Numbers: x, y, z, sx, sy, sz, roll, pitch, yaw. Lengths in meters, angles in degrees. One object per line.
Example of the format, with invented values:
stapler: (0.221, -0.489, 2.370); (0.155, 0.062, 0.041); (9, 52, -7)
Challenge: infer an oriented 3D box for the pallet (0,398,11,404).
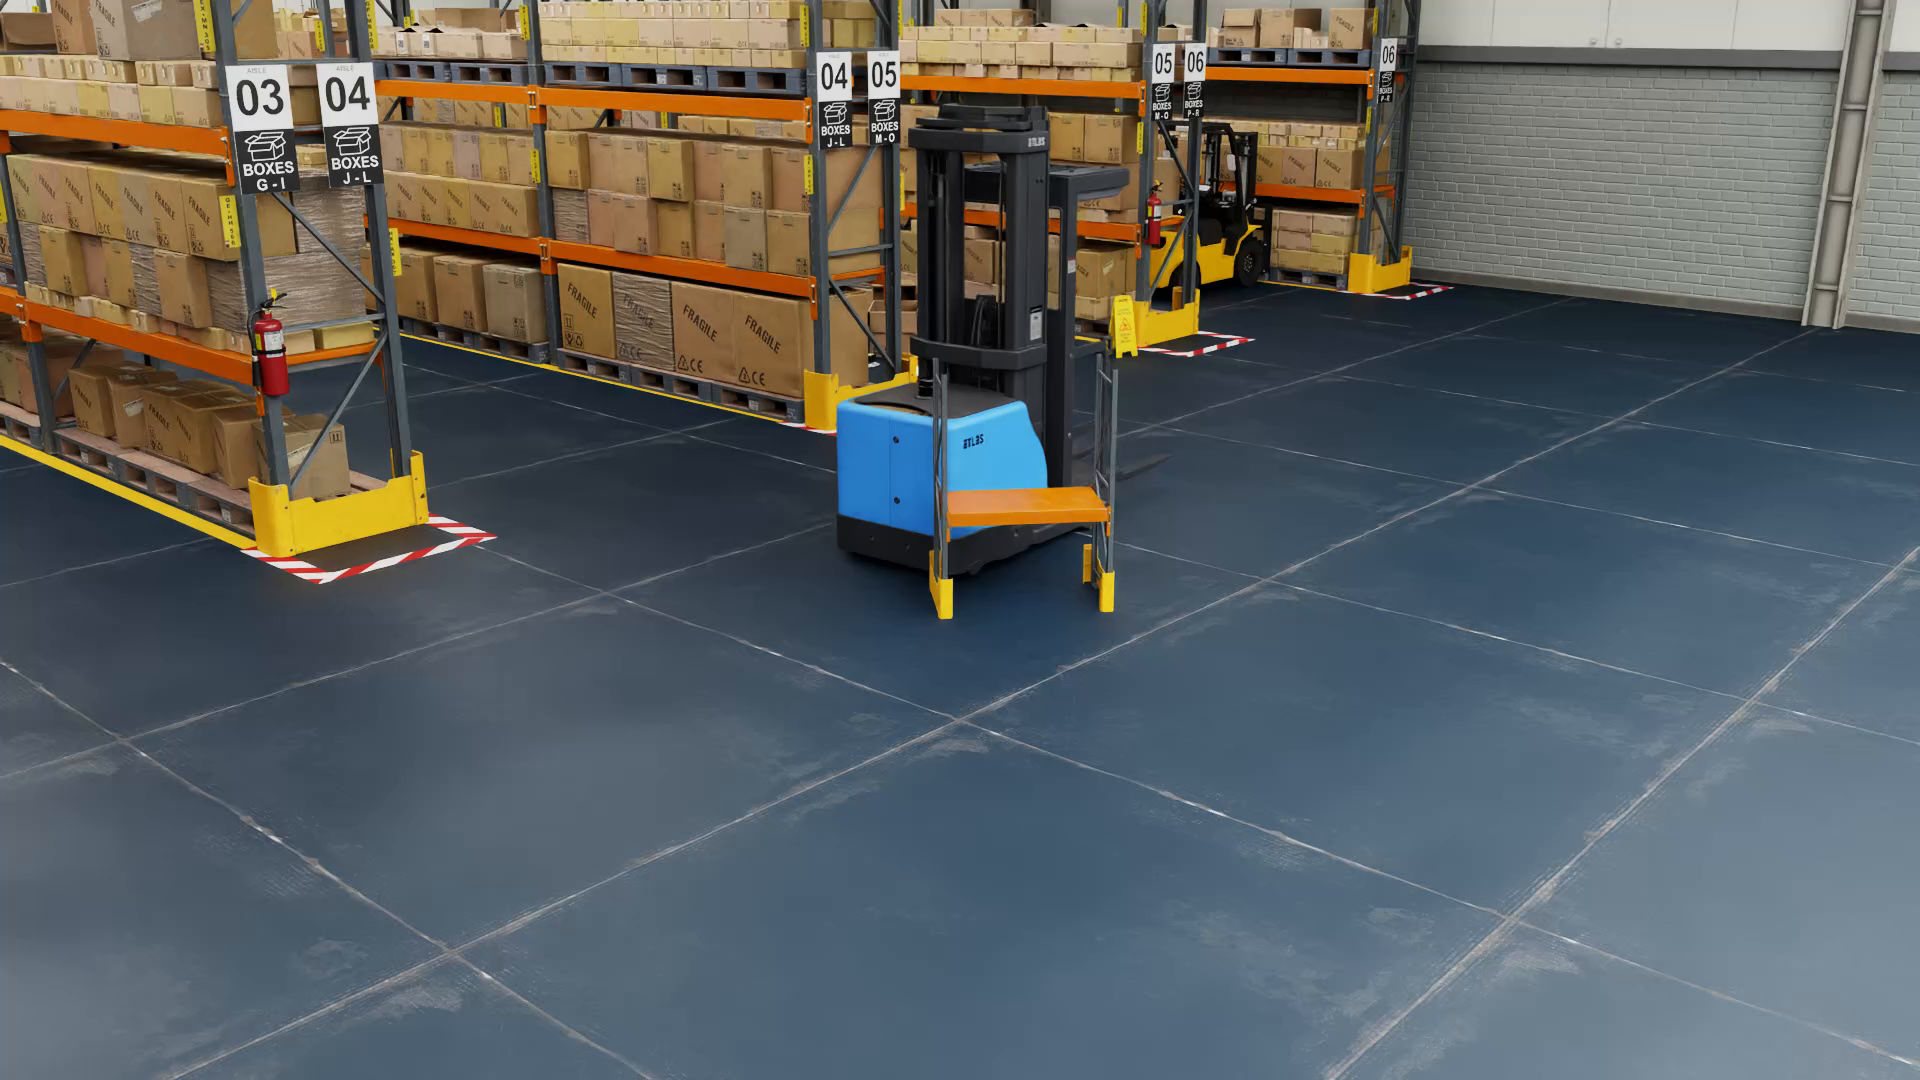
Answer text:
pallet: (-8.770, -1.328, 15.446); (1.213, 0.211, 1.003); (15, 23, 39)

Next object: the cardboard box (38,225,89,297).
cardboard box: (-6.624, -2.233, 13.030); (0.500, 0.500, 0.875); (15, 23, 39)

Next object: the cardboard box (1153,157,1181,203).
cardboard box: (2.129, -4.042, 18.732); (0.500, 0.500, 0.500); (15, 23, 38)

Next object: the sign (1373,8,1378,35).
sign: (5.221, -6.513, 20.882); (0.005, 0.325, 0.100); (15, 23, 39)

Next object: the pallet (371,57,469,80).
pallet: (-6.377, -5.383, 18.969); (1.003, 0.211, 1.213); (16, 24, 42)

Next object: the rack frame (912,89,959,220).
rack frame: (-0.392, -6.425, 26.897); (0.127, 3.000, 1.000); (15, 23, 39)

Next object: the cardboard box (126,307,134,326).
cardboard box: (-5.961, -1.687, 12.383); (0.250, 0.149, 0.380); (15, 23, 39)

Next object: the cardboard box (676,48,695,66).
cardboard box: (-2.334, -4.358, 14.981); (0.250, 0.149, 0.380); (15, 23, 40)

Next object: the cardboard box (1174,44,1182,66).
cardboard box: (2.100, -5.356, 18.327); (0.500, 0.250, 0.500); (15, 23, 38)

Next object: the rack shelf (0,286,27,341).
rack shelf: (-8.766, -2.314, 15.135); (4.000, 0.370, 1.077); (15, 23, 39)

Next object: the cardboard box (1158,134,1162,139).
cardboard box: (2.858, -5.803, 23.701); (0.250, 0.149, 0.380); (16, 23, 41)

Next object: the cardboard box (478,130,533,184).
cardboard box: (-4.664, -4.083, 17.700); (0.500, 0.500, 0.700); (15, 23, 38)

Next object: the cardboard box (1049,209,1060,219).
cardboard box: (1.225, -3.729, 18.817); (0.250, 0.149, 0.380); (16, 23, 40)

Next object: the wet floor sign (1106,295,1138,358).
wet floor sign: (1.731, -2.292, 17.768); (0.267, 0.644, 0.232); (-9, 20, -27)

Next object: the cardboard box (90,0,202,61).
cardboard box: (-5.606, -3.564, 11.441); (0.500, 0.500, 0.500); (15, 23, 39)

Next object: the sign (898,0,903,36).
sign: (-0.538, -4.563, 14.496); (0.005, 0.325, 0.100); (15, 23, 39)

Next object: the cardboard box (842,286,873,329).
cardboard box: (-1.400, -2.535, 18.544); (0.503, 0.637, 0.797); (15, 23, 39)

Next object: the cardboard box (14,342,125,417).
cardboard box: (-7.715, -1.402, 14.476); (0.500, 0.500, 0.700); (13, 22, 35)

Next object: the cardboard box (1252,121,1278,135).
cardboard box: (4.163, -5.575, 22.490); (0.250, 0.149, 0.380); (16, 23, 40)

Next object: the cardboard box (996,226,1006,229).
cardboard box: (1.063, -5.100, 25.955); (0.625, 0.625, 0.875); (14, 22, 37)

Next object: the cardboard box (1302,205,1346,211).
cardboard box: (4.982, -4.424, 22.790); (0.500, 0.250, 0.500); (15, 23, 39)

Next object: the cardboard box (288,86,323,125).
cardboard box: (-4.467, -2.966, 11.288); (0.500, 0.250, 0.500); (16, 24, 41)

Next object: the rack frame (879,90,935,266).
rack frame: (-0.692, -4.498, 20.826); (0.127, 3.000, 1.000); (15, 23, 39)

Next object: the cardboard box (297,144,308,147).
cardboard box: (-8.095, -4.925, 20.909); (0.250, 0.149, 0.380); (16, 24, 41)

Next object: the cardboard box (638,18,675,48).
cardboard box: (-2.587, -4.640, 15.212); (0.500, 0.250, 0.500); (15, 23, 40)

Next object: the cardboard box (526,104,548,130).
cardboard box: (-6.139, -6.379, 24.935); (0.500, 0.500, 0.500); (15, 23, 39)

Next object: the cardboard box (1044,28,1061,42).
cardboard box: (1.146, -5.607, 18.458); (0.250, 0.149, 0.380); (15, 23, 39)

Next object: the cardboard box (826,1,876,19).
cardboard box: (-0.949, -4.631, 14.525); (0.250, 0.149, 0.380); (15, 23, 40)

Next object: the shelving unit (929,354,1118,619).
shelving unit: (0.375, -0.342, 10.210); (1.083, 1.500, 0.587); (-2, 18, -7)

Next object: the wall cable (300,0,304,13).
wall cable: (-13.608, -11.015, 31.443); (0.029, 3.000, 2.355); (15, 23, 39)

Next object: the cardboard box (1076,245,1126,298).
cardboard box: (1.527, -3.044, 18.855); (0.500, 0.500, 0.500); (15, 23, 40)

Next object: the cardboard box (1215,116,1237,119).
cardboard box: (3.816, -5.922, 23.584); (0.250, 0.149, 0.380); (15, 23, 38)

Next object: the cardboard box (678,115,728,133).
cardboard box: (-3.501, -5.548, 22.783); (0.500, 0.500, 0.500); (14, 22, 38)

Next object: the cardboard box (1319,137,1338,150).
cardboard box: (4.935, -5.226, 21.883); (0.250, 0.149, 0.380); (16, 23, 40)

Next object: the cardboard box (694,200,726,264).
cardboard box: (-1.979, -2.937, 15.658); (0.550, 0.550, 0.875); (15, 23, 39)

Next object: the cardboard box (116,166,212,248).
cardboard box: (-5.604, -2.373, 11.821); (0.500, 0.500, 0.500); (15, 23, 39)

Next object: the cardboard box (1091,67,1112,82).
cardboard box: (1.639, -5.056, 18.040); (0.250, 0.149, 0.380); (15, 23, 40)

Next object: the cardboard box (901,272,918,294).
cardboard box: (-0.430, -3.208, 20.612); (0.500, 0.250, 0.500); (14, 22, 37)

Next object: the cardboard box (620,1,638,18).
cardboard box: (-2.903, -4.890, 15.341); (0.250, 0.149, 0.380); (15, 23, 39)

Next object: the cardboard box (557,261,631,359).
cardboard box: (-3.478, -2.403, 17.043); (0.875, 0.875, 0.875); (15, 23, 40)

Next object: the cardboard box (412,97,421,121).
cardboard box: (-8.716, -7.067, 27.103); (0.500, 0.500, 0.500); (15, 23, 39)

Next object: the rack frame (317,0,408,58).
rack frame: (-6.894, -7.020, 18.856); (0.127, 3.000, 1.000); (15, 23, 39)

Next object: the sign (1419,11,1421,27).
sign: (5.964, -6.827, 21.630); (0.005, 0.325, 0.100); (15, 23, 39)

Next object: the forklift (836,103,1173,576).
forklift: (0.469, -1.549, 11.646); (1.130, 2.935, 3.031); (13, 22, 36)

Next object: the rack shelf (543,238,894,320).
rack shelf: (-2.406, -2.613, 16.076); (4.000, 0.370, 1.077); (15, 23, 39)

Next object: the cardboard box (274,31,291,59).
cardboard box: (-7.872, -5.793, 19.782); (0.500, 0.500, 0.500); (15, 23, 39)

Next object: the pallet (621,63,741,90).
pallet: (-2.389, -4.334, 15.496); (1.213, 0.211, 1.003); (15, 23, 39)

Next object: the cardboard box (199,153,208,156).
cardboard box: (-9.508, -4.900, 21.321); (0.250, 0.149, 0.380); (16, 23, 41)

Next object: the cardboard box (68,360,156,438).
cardboard box: (-6.997, -1.175, 13.794); (0.500, 0.500, 0.500); (14, 22, 38)

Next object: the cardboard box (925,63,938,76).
cardboard box: (-0.204, -5.600, 19.754); (0.250, 0.149, 0.380); (15, 23, 39)

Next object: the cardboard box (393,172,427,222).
cardboard box: (-5.978, -3.854, 18.633); (0.500, 0.500, 0.500); (15, 23, 39)

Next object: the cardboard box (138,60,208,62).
cardboard box: (-5.393, -3.218, 11.422); (0.250, 0.149, 0.380); (15, 23, 40)

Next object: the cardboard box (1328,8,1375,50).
cardboard box: (5.099, -6.577, 21.395); (0.500, 0.500, 0.500); (16, 24, 41)
